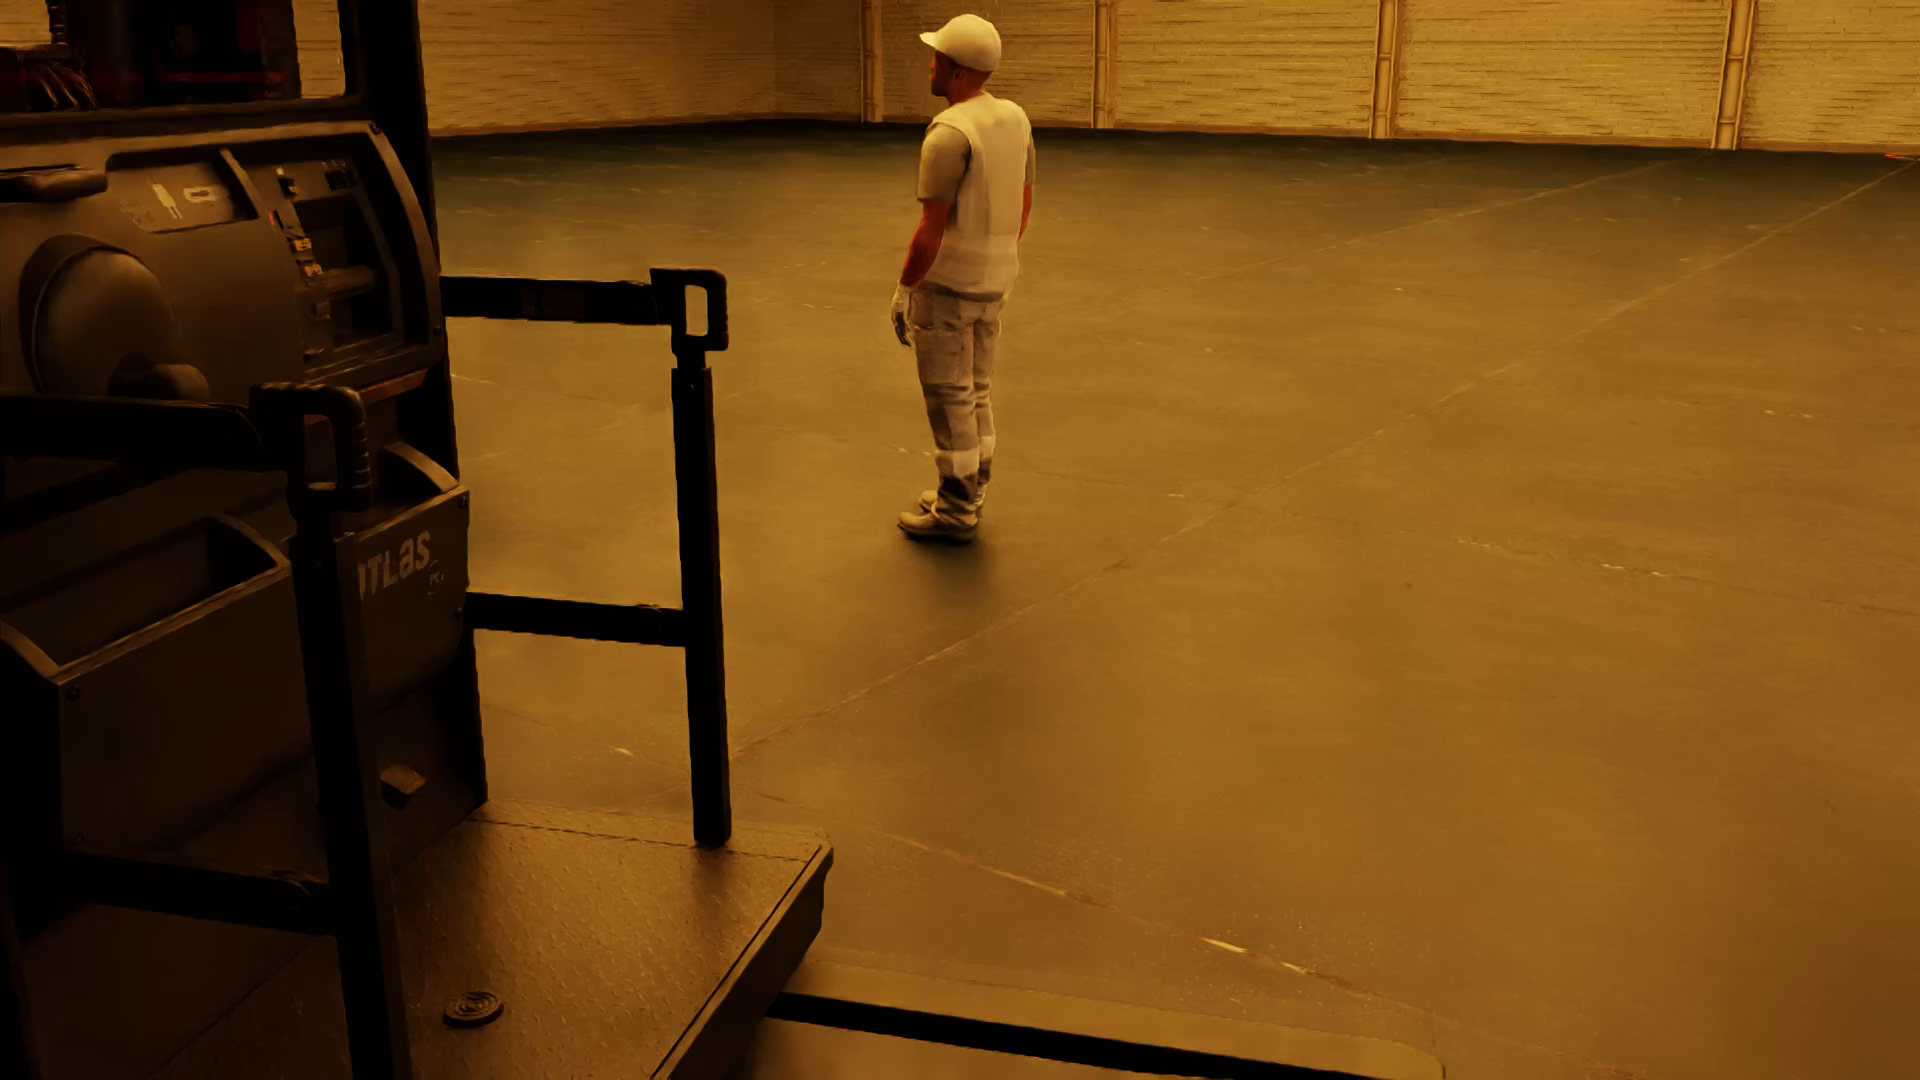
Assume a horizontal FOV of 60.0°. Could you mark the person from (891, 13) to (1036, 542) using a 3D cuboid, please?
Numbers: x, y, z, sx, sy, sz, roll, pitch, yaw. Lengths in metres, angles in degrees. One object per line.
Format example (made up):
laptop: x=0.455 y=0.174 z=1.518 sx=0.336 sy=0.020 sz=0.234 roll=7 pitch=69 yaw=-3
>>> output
person: x=-0.060 y=-0.880 z=5.744 sx=0.561 sy=1.787 sz=0.636 roll=11 pitch=20 yaw=33
